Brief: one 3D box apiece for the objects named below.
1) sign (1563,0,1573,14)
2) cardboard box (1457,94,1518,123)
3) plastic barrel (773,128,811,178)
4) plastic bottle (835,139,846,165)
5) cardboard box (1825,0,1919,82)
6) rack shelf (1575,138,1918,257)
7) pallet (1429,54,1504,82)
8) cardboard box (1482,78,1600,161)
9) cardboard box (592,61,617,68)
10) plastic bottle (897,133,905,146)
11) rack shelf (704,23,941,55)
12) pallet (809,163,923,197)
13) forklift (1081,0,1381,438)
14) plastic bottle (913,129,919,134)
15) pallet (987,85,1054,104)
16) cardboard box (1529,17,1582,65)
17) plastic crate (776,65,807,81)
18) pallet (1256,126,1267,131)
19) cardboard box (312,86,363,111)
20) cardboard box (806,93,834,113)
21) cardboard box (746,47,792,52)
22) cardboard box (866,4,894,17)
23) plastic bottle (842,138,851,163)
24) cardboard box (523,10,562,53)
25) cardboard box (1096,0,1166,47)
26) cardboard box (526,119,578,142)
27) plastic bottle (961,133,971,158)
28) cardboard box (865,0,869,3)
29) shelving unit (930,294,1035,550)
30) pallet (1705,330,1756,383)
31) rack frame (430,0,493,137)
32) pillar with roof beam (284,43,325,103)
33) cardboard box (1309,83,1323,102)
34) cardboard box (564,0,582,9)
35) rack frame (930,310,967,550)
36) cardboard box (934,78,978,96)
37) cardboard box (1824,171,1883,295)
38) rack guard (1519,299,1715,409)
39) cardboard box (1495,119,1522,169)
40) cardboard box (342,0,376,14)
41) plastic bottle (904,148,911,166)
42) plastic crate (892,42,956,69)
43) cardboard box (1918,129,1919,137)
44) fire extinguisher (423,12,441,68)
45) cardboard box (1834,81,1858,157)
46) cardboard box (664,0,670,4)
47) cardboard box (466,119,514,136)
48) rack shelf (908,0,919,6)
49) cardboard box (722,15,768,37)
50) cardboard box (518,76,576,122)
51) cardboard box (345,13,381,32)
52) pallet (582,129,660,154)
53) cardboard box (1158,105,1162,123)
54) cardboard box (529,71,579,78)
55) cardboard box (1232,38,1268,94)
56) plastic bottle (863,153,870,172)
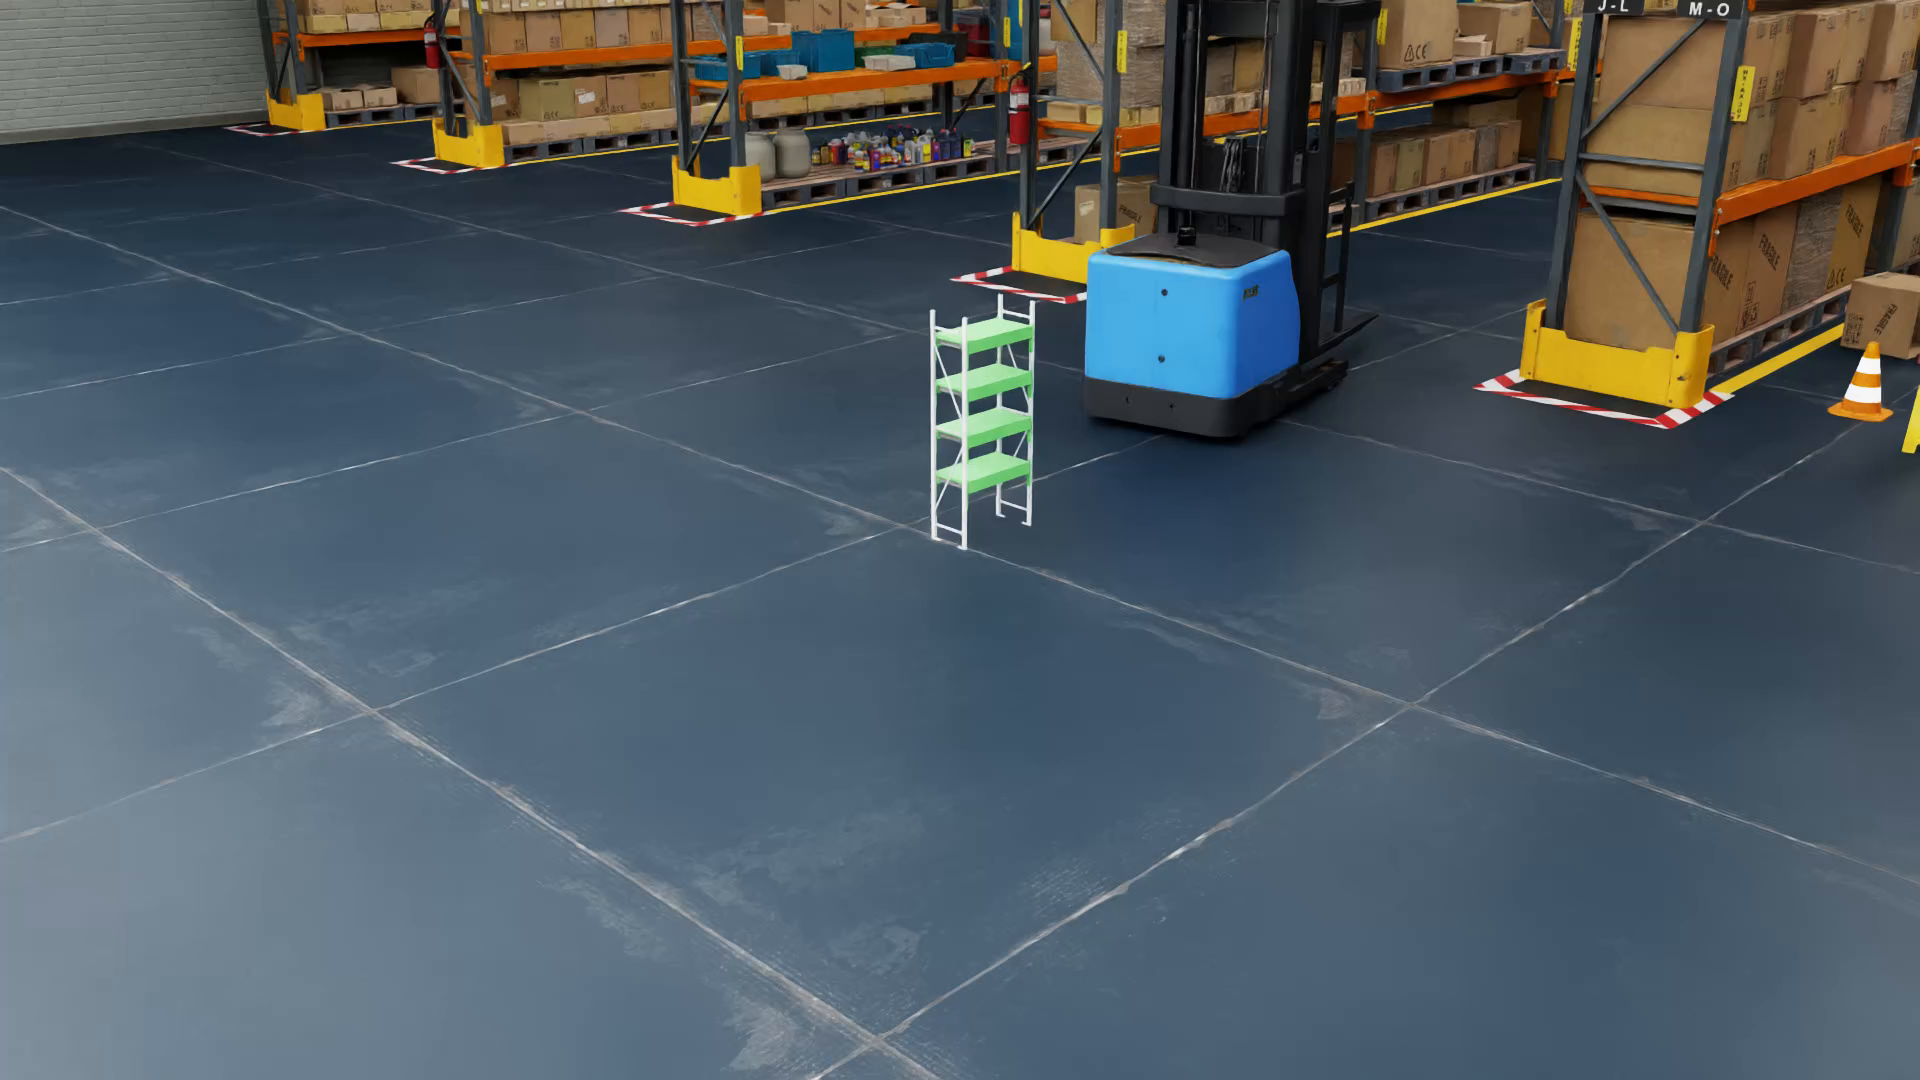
[{"bbox_3d":[6.900,-6.131,18.841,0.100,0.325,0.005,19,28,41],"label":"sign"},{"bbox_3d":[6.058,-4.970,19.149,0.500,0.250,0.500,-19,28,-40],"label":"cardboard box"},{"bbox_3d":[-1.871,-4.296,18.453,0.421,0.512,0.421,0,21,0],"label":"plastic barrel"},{"bbox_3d":[-1.386,-4.495,19.261,0.061,0.283,0.133,19,28,41],"label":"plastic bottle"},{"bbox_3d":[6.615,-3.783,12.521,0.875,0.550,0.550,19,28,41],"label":"cardboard box"},{"bbox_3d":[5.802,-2.615,12.201,1.077,0.370,4.000,19,28,41],"label":"rack shelf"},{"bbox_3d":[5.153,-5.152,18.066,1.003,0.211,1.213,19,28,41],"label":"pallet"},{"bbox_3d":[7.001,-5.137,20.136,1.225,0.875,0.875,18,27,38],"label":"cardboard box"},{"bbox_3d":[-6.107,-7.829,27.634,0.700,0.500,0.500,19,28,40],"label":"cardboard box"},{"bbox_3d":[-0.710,-4.733,19.897,0.097,0.271,0.097,0,21,0],"label":"plastic bottle"},{"bbox_3d":[-1.986,-7.391,24.627,1.077,0.370,4.000,19,28,41],"label":"rack shelf"},{"bbox_3d":[-1.184,-4.193,19.190,1.003,0.211,1.213,19,28,41],"label":"pallet"},{"bbox_3d":[1.993,-2.457,10.881,1.130,2.935,3.031,13,25,31],"label":"forklift"},{"bbox_3d":[-0.577,-4.844,20.180,0.135,0.276,0.152,-19,28,-40],"label":"plastic bottle"},{"bbox_3d":[0.808,-7.434,27.622,1.003,0.211,1.213,19,28,41],"label":"pallet"},{"bbox_3d":[7.038,-5.864,19.512,0.500,0.500,0.500,-19,28,-40],"label":"cardboard box"},{"bbox_3d":[-1.770,-4.971,17.693,0.298,0.136,0.250,19,28,41],"label":"plastic crate"},{"bbox_3d":[4.327,-6.224,24.474,1.003,0.211,1.213,19,28,41],"label":"pallet"},{"bbox_3d":[-9.176,-6.529,24.516,0.500,0.311,0.500,15,26,35],"label":"cardboard box"},{"bbox_3d":[-2.205,-6.432,24.376,0.500,0.250,0.500,18,28,39],"label":"cardboard box"},{"bbox_3d":[-3.536,-8.829,29.775,0.750,0.750,0.750,19,28,40],"label":"cardboard box"},{"bbox_3d":[-1.353,-8.018,25.379,0.500,0.311,0.500,19,28,40],"label":"cardboard box"},{"bbox_3d":[-1.366,-4.554,19.424,0.152,0.276,0.135,18,28,39],"label":"plastic bottle"},{"bbox_3d":[-5.474,-6.484,21.125,0.500,0.500,0.700,-19,28,-41],"label":"cardboard box"},{"bbox_3d":[1.502,-4.430,13.971,0.500,0.500,0.500,19,28,41],"label":"cardboard box"},{"bbox_3d":[-5.292,-5.309,21.453,0.500,0.250,0.500,19,28,41],"label":"cardboard box"},{"bbox_3d":[0.066,-4.704,19.804,0.133,0.283,0.061,-18,28,-39],"label":"plastic bottle"},{"bbox_3d":[-1.899,-10.034,30.821,0.380,0.149,0.250,19,28,41],"label":"cardboard box"},{"bbox_3d":[0.115,-0.603,8.470,0.258,1.200,0.503,19,28,41],"label":"shelving unit"},{"bbox_3d":[4.908,-1.361,11.820,1.003,0.211,1.213,19,28,41],"label":"pallet"},{"bbox_3d":[-6.172,-6.185,20.485,1.000,3.000,0.127,19,28,41],"label":"rack frame"},{"bbox_3d":[-6.770,-9.543,20.860,9.100,9.000,0.400,19,28,41],"label":"pillar with roof beam"},{"bbox_3d":[3.281,-4.283,15.888,0.380,0.149,0.250,19,28,41],"label":"cardboard box"},{"bbox_3d":[-5.025,-6.847,21.164,0.380,0.149,0.250,18,27,39],"label":"cardboard box"},{"bbox_3d":[-0.055,-0.540,8.307,0.240,1.200,0.015,19,28,41],"label":"rack frame"},{"bbox_3d":[-0.068,-7.325,26.323,0.500,0.500,0.500,-19,28,-40],"label":"cardboard box"},{"bbox_3d":[6.708,-2.525,13.340,0.875,0.875,0.875,-20,28,-41],"label":"cardboard box"},{"bbox_3d":[4.390,-1.264,11.167,1.175,0.500,0.348,19,28,41],"label":"rack guard"},{"bbox_3d":[6.051,-4.622,19.290,0.700,0.500,0.500,17,27,38],"label":"cardboard box"},{"bbox_3d":[-8.823,-7.885,24.044,0.500,0.500,0.500,19,28,41],"label":"cardboard box"},{"bbox_3d":[-0.616,-4.423,19.190,0.097,0.201,0.097,0,21,0],"label":"plastic bottle"},{"bbox_3d":[-0.412,-5.551,19.042,0.499,0.251,0.616,19,28,41],"label":"plastic crate"},{"bbox_3d":[7.757,-3.580,13.568,0.500,0.500,0.500,20,28,41],"label":"cardboard box"},{"bbox_3d":[-6.587,-6.235,20.722,0.296,0.674,0.183,19,28,41],"label":"fire extinguisher"},{"bbox_3d":[6.120,-3.181,12.461,0.875,0.550,0.550,19,28,41],"label":"cardboard box"},{"bbox_3d":[-3.955,-7.240,22.187,0.380,0.149,0.250,19,28,41],"label":"cardboard box"},{"bbox_3d":[-6.009,-5.309,21.454,0.500,0.250,0.500,19,28,41],"label":"cardboard box"},{"bbox_3d":[0.043,-10.687,33.200,1.077,0.370,4.000,19,28,41],"label":"rack shelf"},{"bbox_3d":[-3.069,-7.281,23.545,0.500,0.250,0.500,-18,27,-39],"label":"cardboard box"},{"bbox_3d":[-5.291,-5.659,21.318,0.500,0.500,0.500,19,28,41],"label":"cardboard box"},{"bbox_3d":[-8.803,-7.546,24.208,0.500,0.250,0.500,18,28,39],"label":"cardboard box"},{"bbox_3d":[-4.817,-5.402,22.336,1.003,0.211,1.213,19,28,41],"label":"pallet"},{"bbox_3d":[1.666,-3.721,14.424,0.380,0.149,0.250,19,28,41],"label":"cardboard box"},{"bbox_3d":[-5.324,-5.920,21.999,0.500,0.500,0.500,19,28,41],"label":"cardboard box"},{"bbox_3d":[2.327,-4.426,15.356,0.875,0.500,0.500,19,28,41],"label":"cardboard box"},{"bbox_3d":[-1.065,-4.258,18.759,0.097,0.201,0.097,0,21,0],"label":"plastic bottle"}]
